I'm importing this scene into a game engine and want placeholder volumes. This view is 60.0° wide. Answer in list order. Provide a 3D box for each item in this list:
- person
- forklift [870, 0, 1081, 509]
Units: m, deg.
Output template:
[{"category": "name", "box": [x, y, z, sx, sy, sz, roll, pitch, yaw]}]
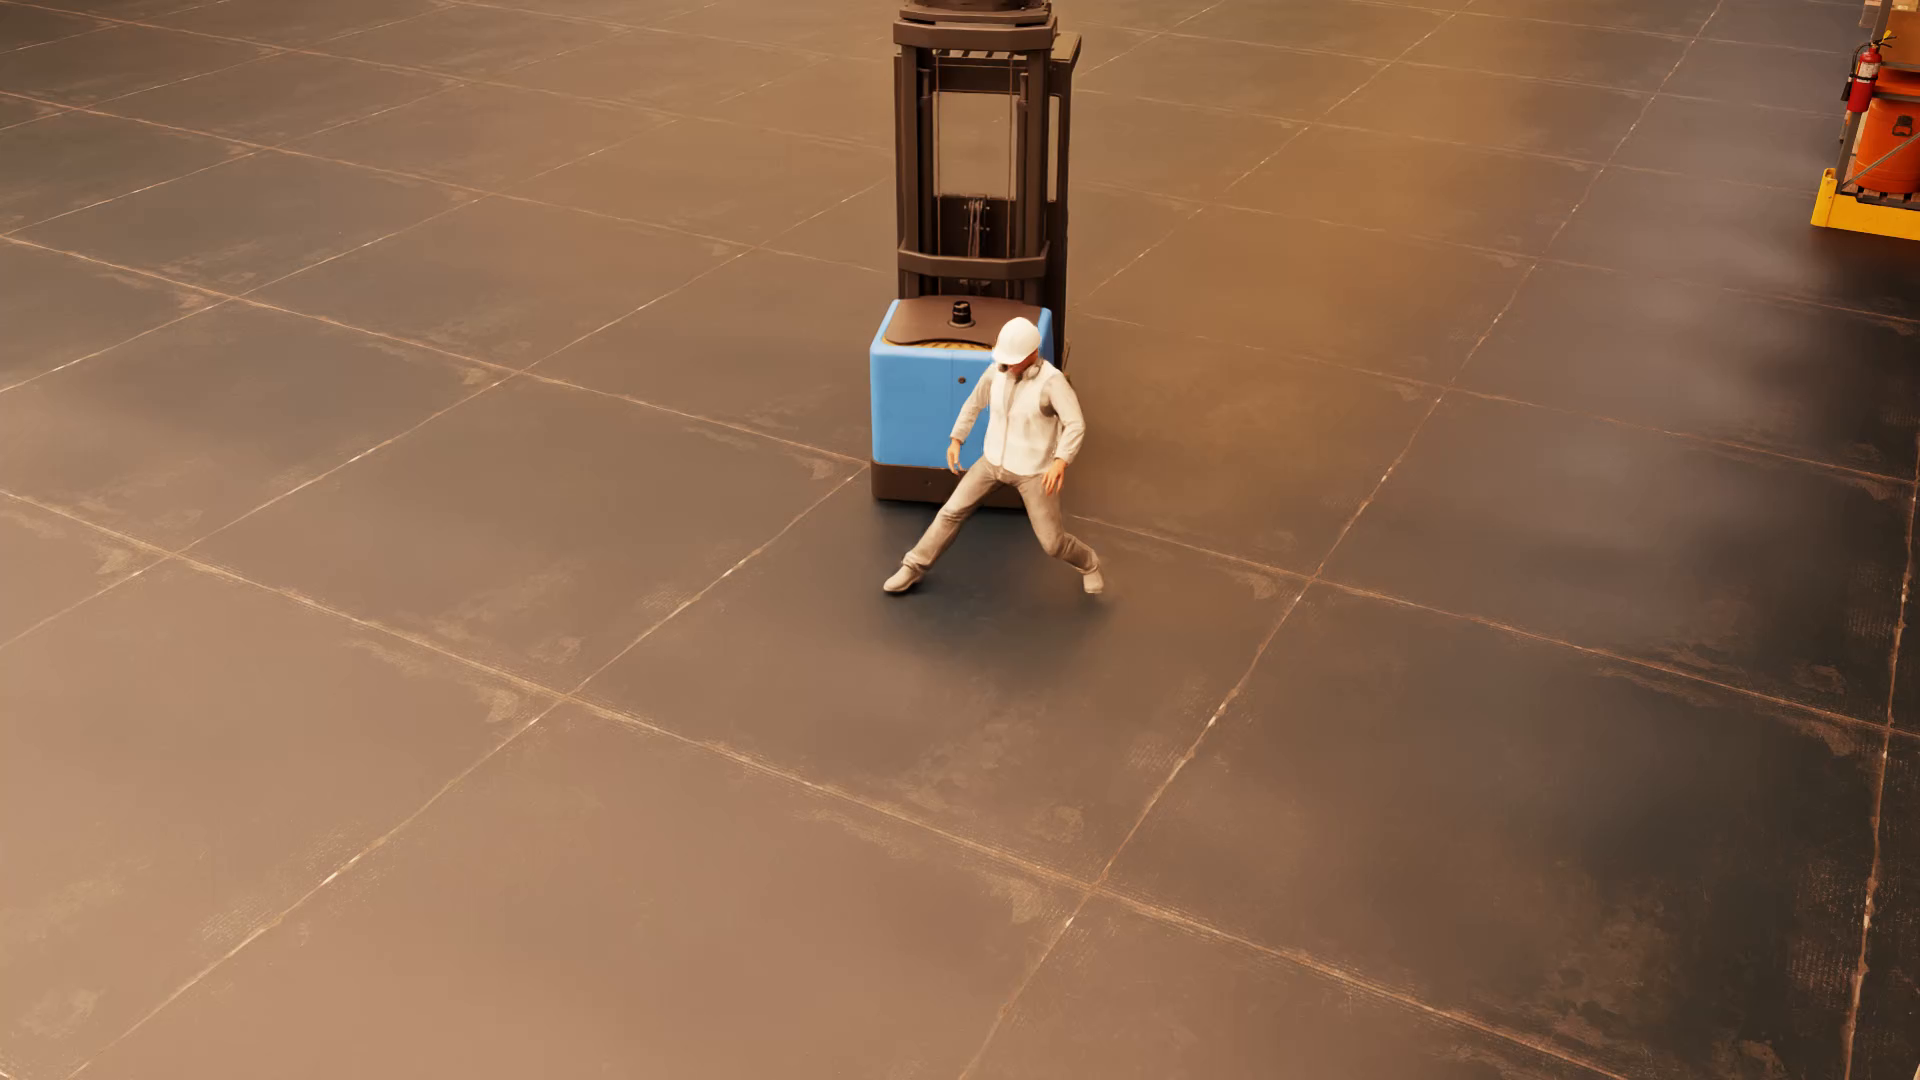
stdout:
[{"category": "person", "box": [0.223, -0.415, 9.138, 0.995, 1.638, 0.982, 20, 36, 31]}, {"category": "forklift", "box": [0.175, -2.179, 10.846, 1.130, 2.935, 3.031, 4, 30, 7]}]
